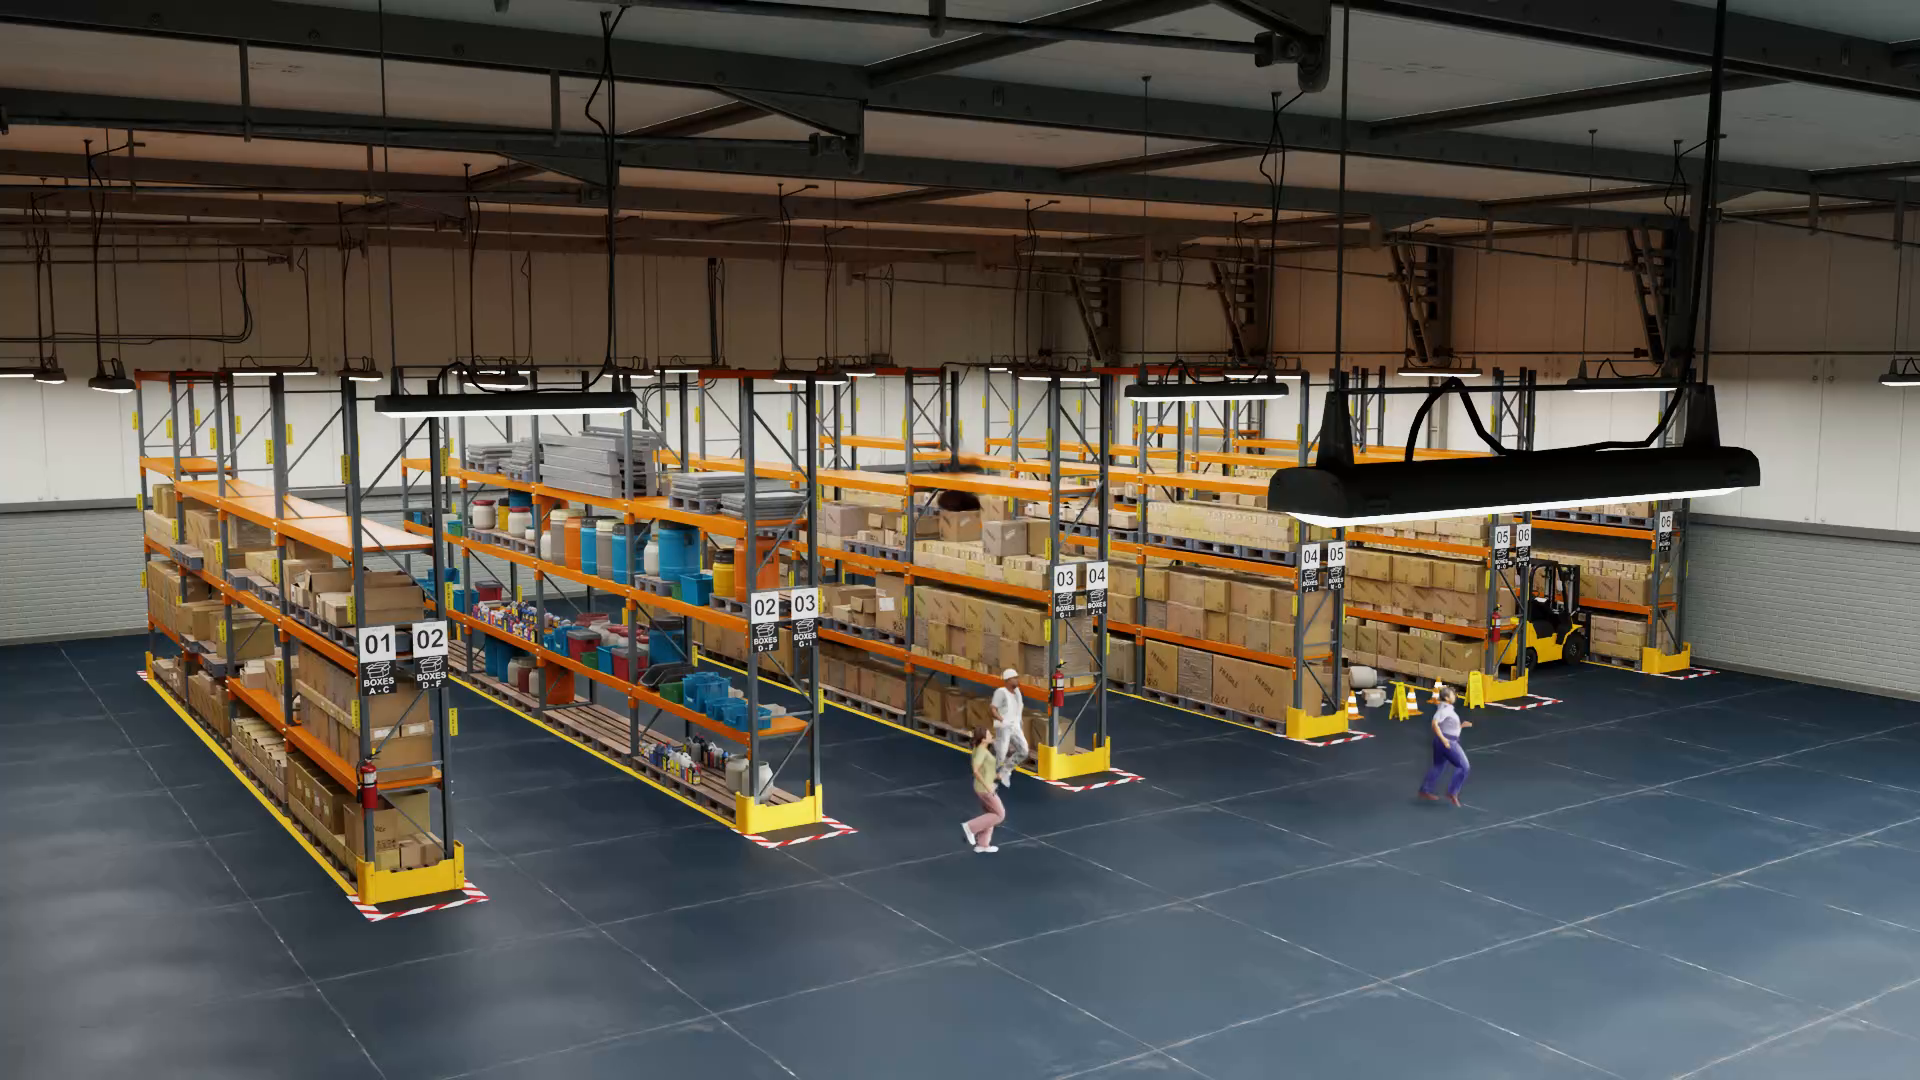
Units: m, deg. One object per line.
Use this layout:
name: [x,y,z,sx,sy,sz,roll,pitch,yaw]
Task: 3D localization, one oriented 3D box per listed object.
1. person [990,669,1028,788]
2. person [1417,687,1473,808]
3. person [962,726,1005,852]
person: [0.727,2.737,24.211,0.609,1.730,0.745,6,9,42]
person: [6.807,2.902,23.281,0.719,1.694,0.577,0,6,1]
person: [0.289,3.158,21.058,0.552,1.626,0.588,-1,7,-8]
